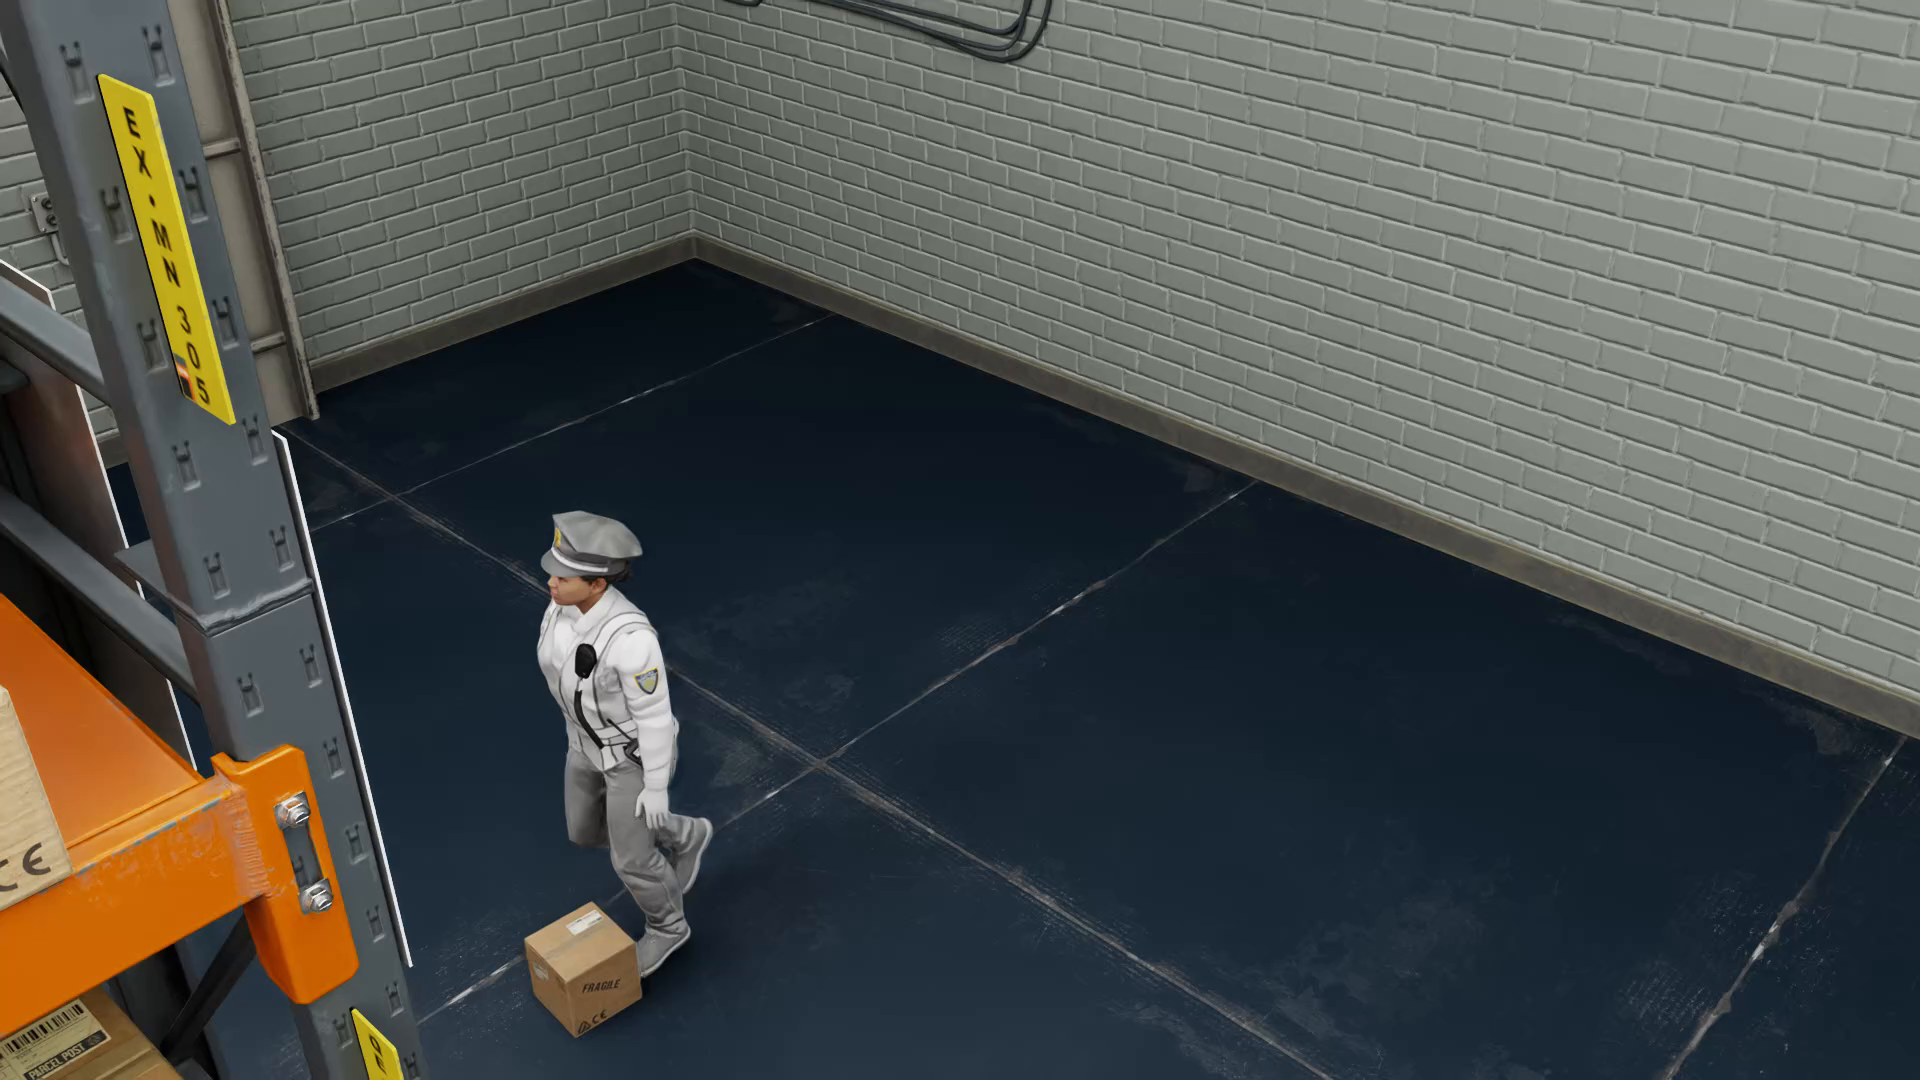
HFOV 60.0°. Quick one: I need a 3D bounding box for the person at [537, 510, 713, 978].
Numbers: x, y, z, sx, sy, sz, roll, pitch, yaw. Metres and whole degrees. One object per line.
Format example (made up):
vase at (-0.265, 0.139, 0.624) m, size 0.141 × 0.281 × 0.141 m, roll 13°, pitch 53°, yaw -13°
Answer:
person at (-0.980, 0.601, 5.109) m, size 0.530 × 1.678 × 0.519 m, roll -24°, pitch 39°, yaw -34°
